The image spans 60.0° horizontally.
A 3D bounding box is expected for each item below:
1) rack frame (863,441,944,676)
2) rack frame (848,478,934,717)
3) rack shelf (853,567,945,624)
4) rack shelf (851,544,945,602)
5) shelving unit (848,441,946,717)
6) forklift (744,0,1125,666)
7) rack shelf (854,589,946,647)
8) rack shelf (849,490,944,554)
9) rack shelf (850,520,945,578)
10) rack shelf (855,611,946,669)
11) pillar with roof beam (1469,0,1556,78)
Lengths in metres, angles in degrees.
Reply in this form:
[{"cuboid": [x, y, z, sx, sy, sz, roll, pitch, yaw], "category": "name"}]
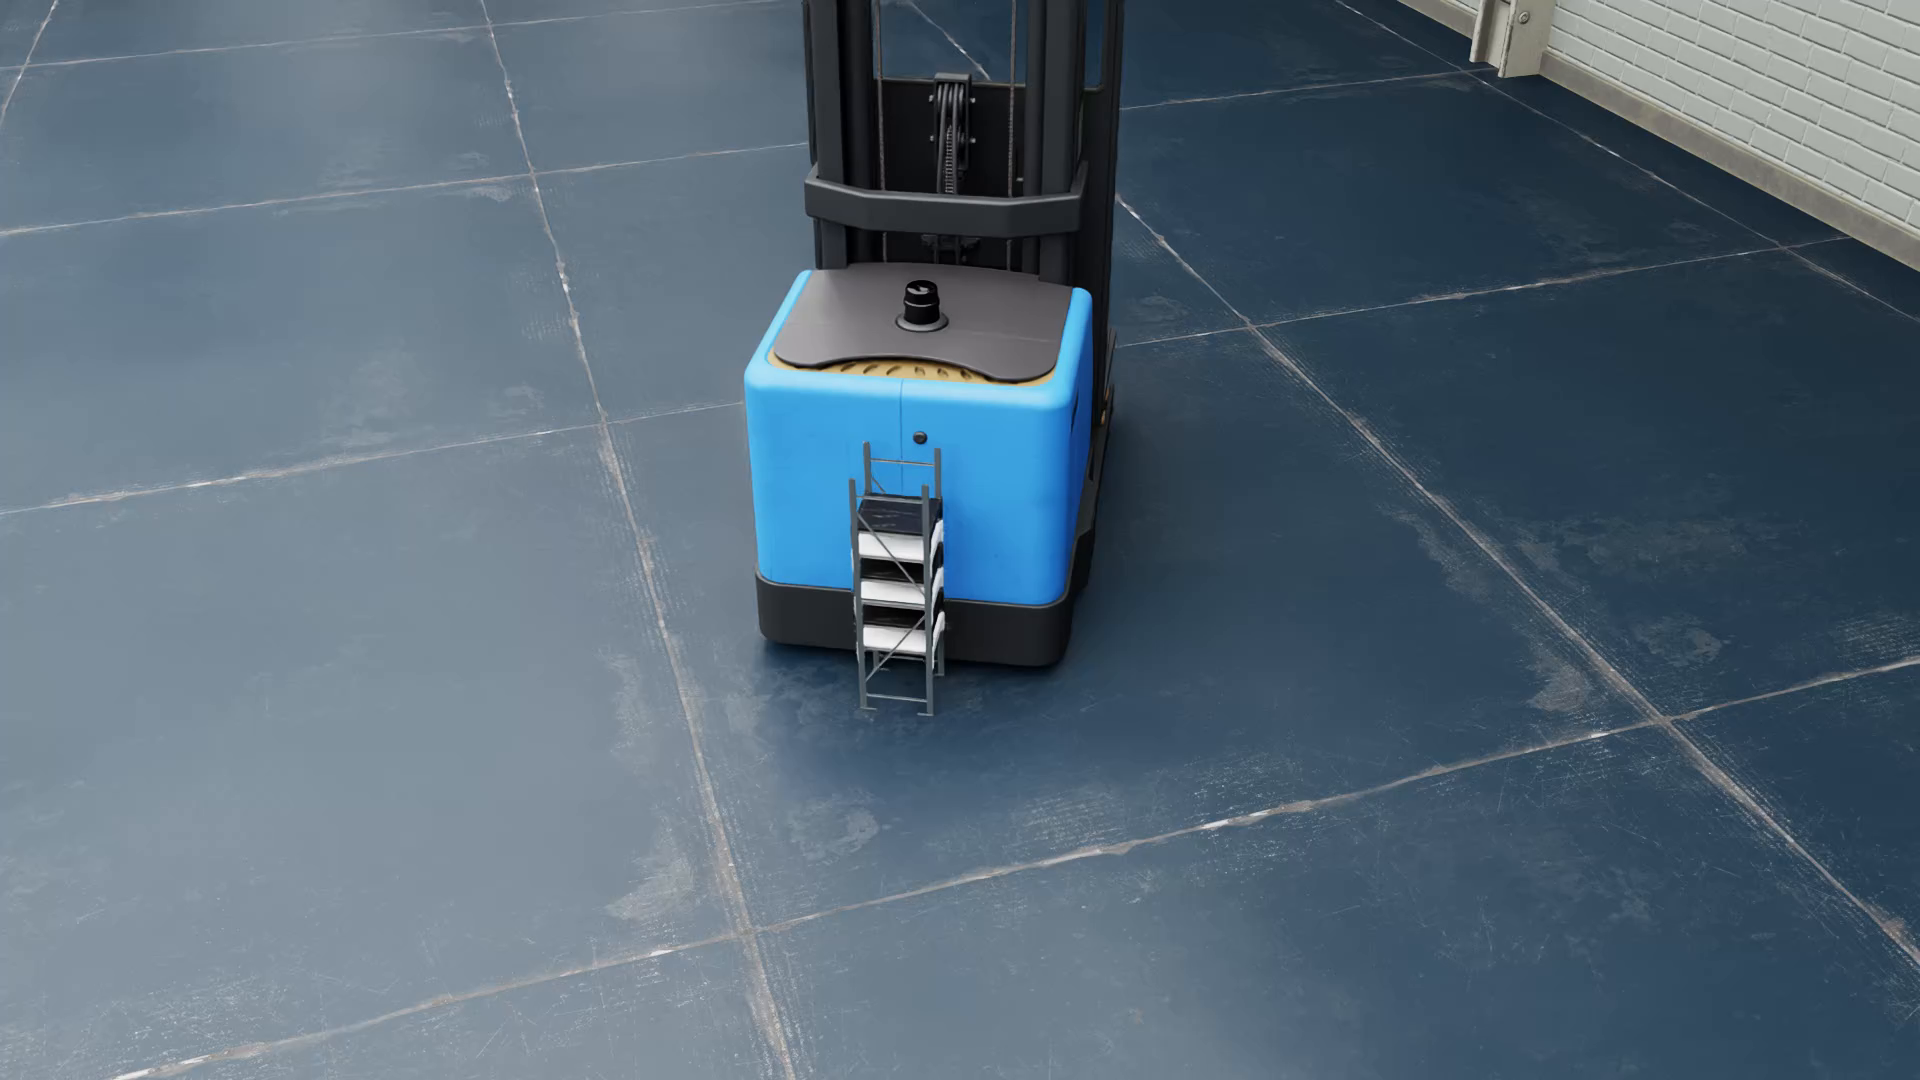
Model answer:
[{"cuboid": [-0.174, 0.077, 5.303, 0.240, 0.900, 0.006, 5, 36, 8], "category": "rack frame"}, {"cuboid": [-0.207, 0.194, 5.140, 0.240, 0.900, 0.006, 5, 36, 8], "category": "rack frame"}, {"cuboid": [-0.190, 0.163, 5.241, 0.258, 0.077, 0.200, 5, 36, 8], "category": "rack shelf"}, {"cuboid": [-0.191, 0.090, 5.188, 0.258, 0.077, 0.200, 5, 36, 8], "category": "rack shelf"}, {"cuboid": [-0.190, 0.136, 5.221, 0.258, 0.900, 0.210, 5, 36, 8], "category": "shelving unit"}, {"cuboid": [0.047, -1.605, 6.021, 1.130, 2.935, 3.031, 5, 34, 7], "category": "forklift"}, {"cuboid": [-0.189, 0.236, 5.293, 0.258, 0.077, 0.200, 5, 36, 8], "category": "rack shelf"}, {"cuboid": [-0.192, -0.056, 5.083, 0.258, 0.077, 0.200, 5, 36, 8], "category": "rack shelf"}, {"cuboid": [-0.191, 0.017, 5.136, 0.258, 0.077, 0.200, 5, 36, 8], "category": "rack shelf"}, {"cuboid": [-0.189, 0.309, 5.346, 0.258, 0.077, 0.200, 5, 36, 8], "category": "rack shelf"}, {"cuboid": [-0.497, -6.157, 7.406, 9.100, 9.000, 0.400, -10, 35, -15], "category": "pillar with roof beam"}]
